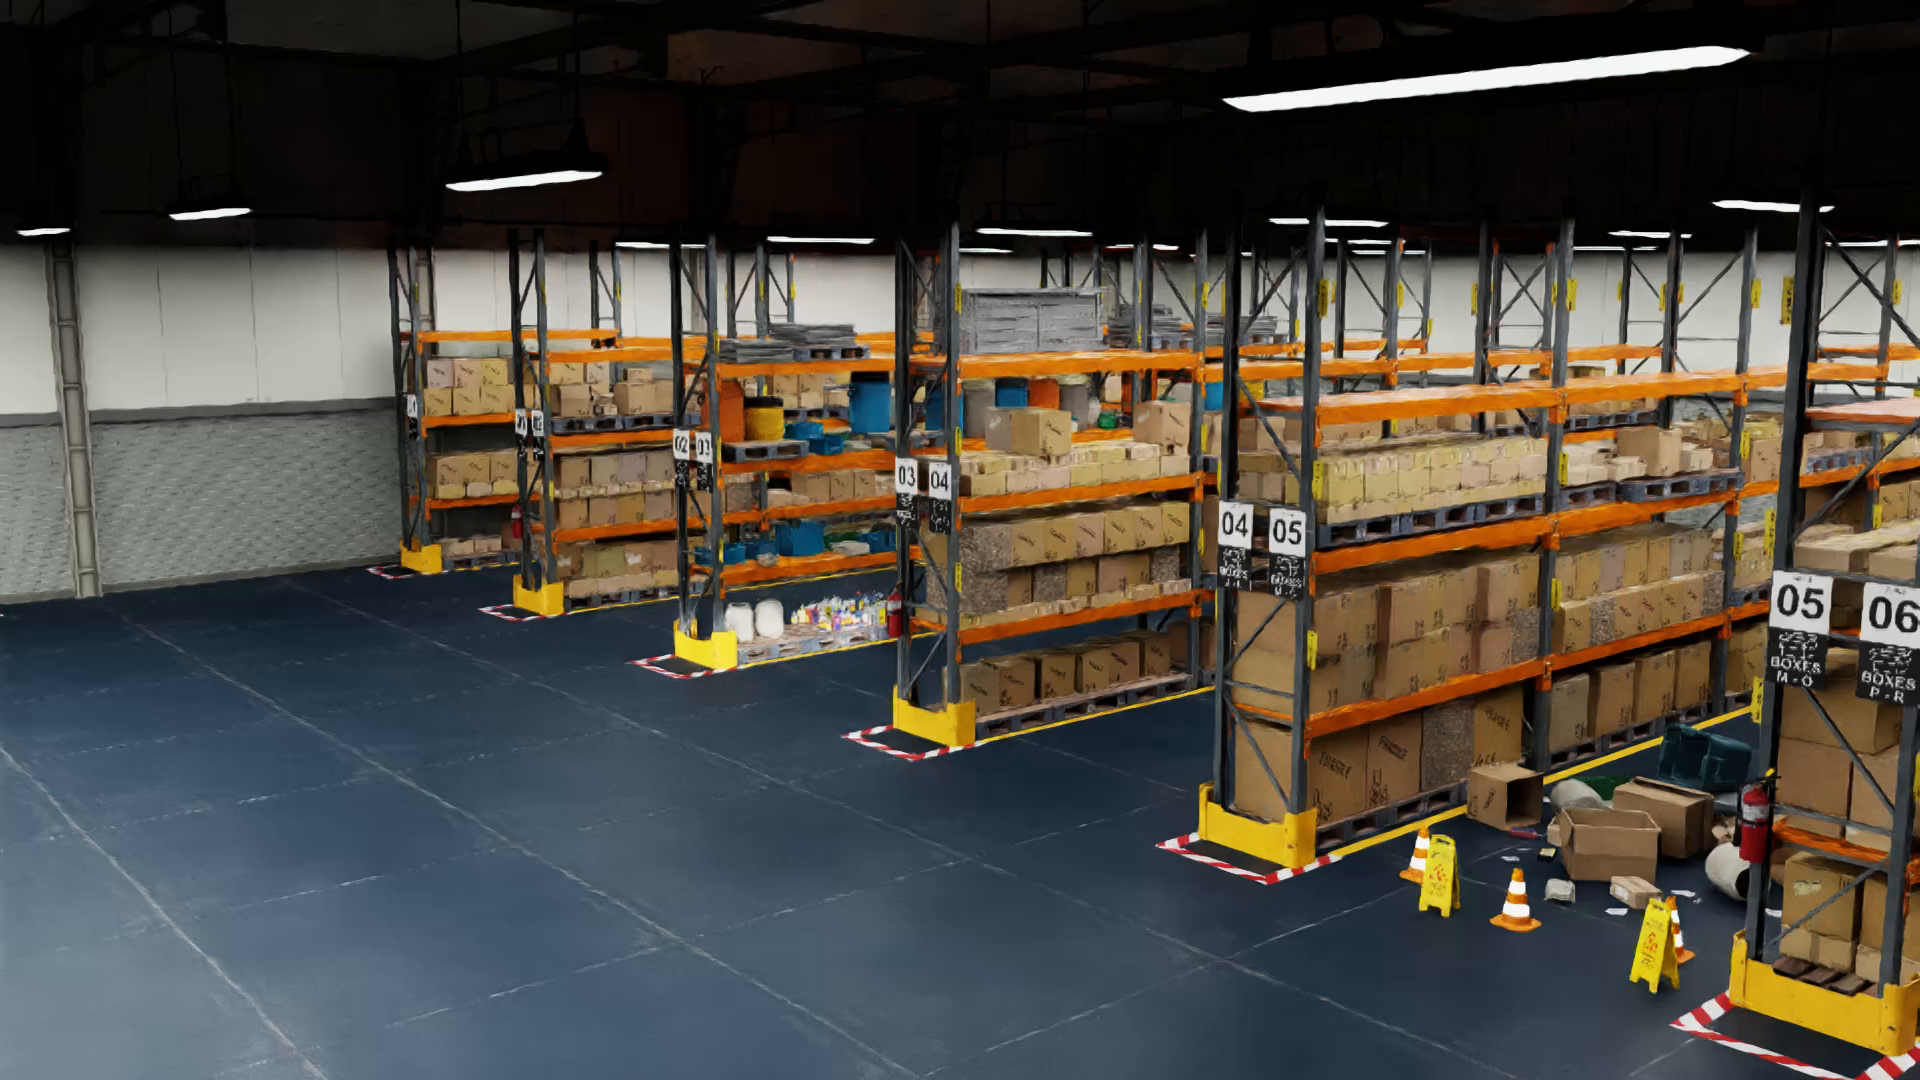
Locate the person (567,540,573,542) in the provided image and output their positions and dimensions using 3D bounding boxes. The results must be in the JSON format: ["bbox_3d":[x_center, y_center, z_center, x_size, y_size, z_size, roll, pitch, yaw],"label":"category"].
[{"bbox_3d":[-6.990,-0.182,29.639,0.644,1.615,0.783,5,10,31],"label":"person"}]
